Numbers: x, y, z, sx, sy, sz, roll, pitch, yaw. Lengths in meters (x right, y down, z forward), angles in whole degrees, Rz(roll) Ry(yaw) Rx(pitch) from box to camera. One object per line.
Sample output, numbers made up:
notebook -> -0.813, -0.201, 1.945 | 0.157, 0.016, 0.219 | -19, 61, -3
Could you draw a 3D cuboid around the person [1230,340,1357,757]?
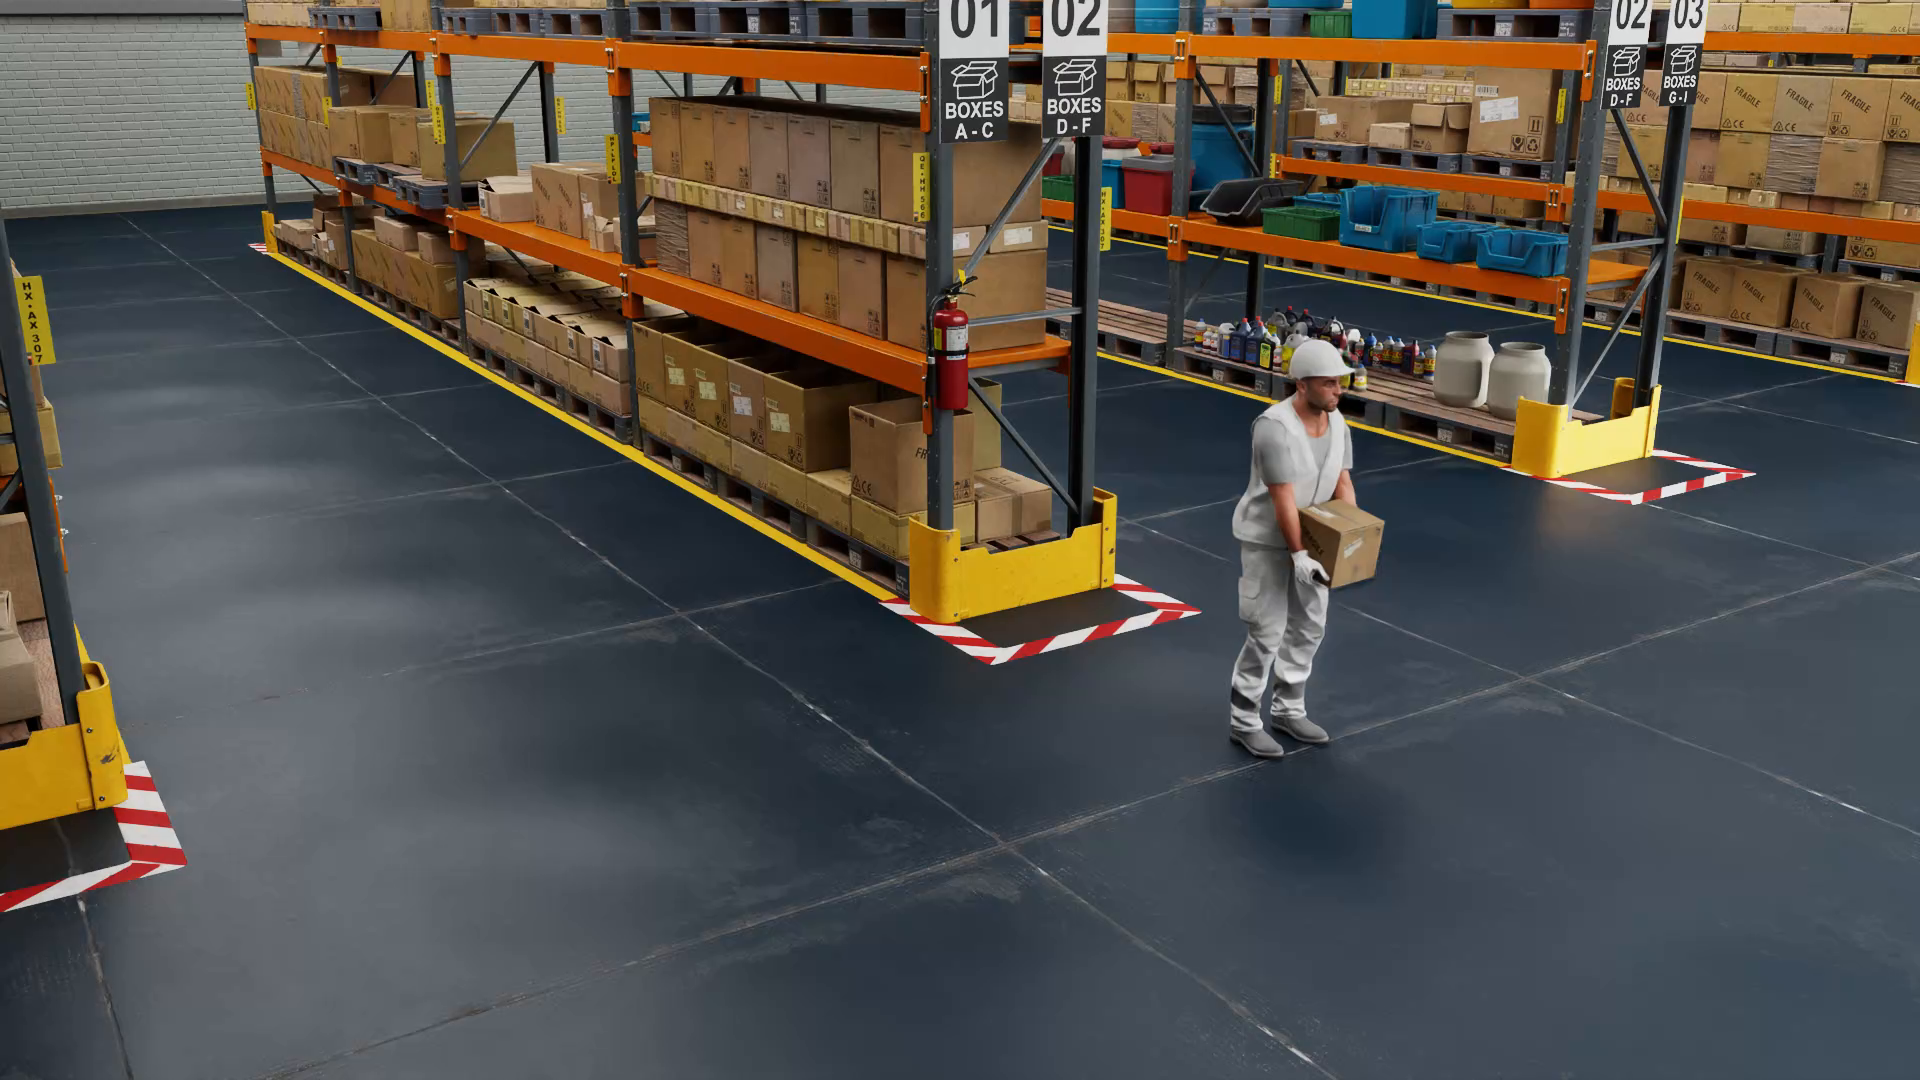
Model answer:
person -> 1.424, 0.045, 6.903 | 0.493, 1.770, 0.575 | -12, 21, -32
